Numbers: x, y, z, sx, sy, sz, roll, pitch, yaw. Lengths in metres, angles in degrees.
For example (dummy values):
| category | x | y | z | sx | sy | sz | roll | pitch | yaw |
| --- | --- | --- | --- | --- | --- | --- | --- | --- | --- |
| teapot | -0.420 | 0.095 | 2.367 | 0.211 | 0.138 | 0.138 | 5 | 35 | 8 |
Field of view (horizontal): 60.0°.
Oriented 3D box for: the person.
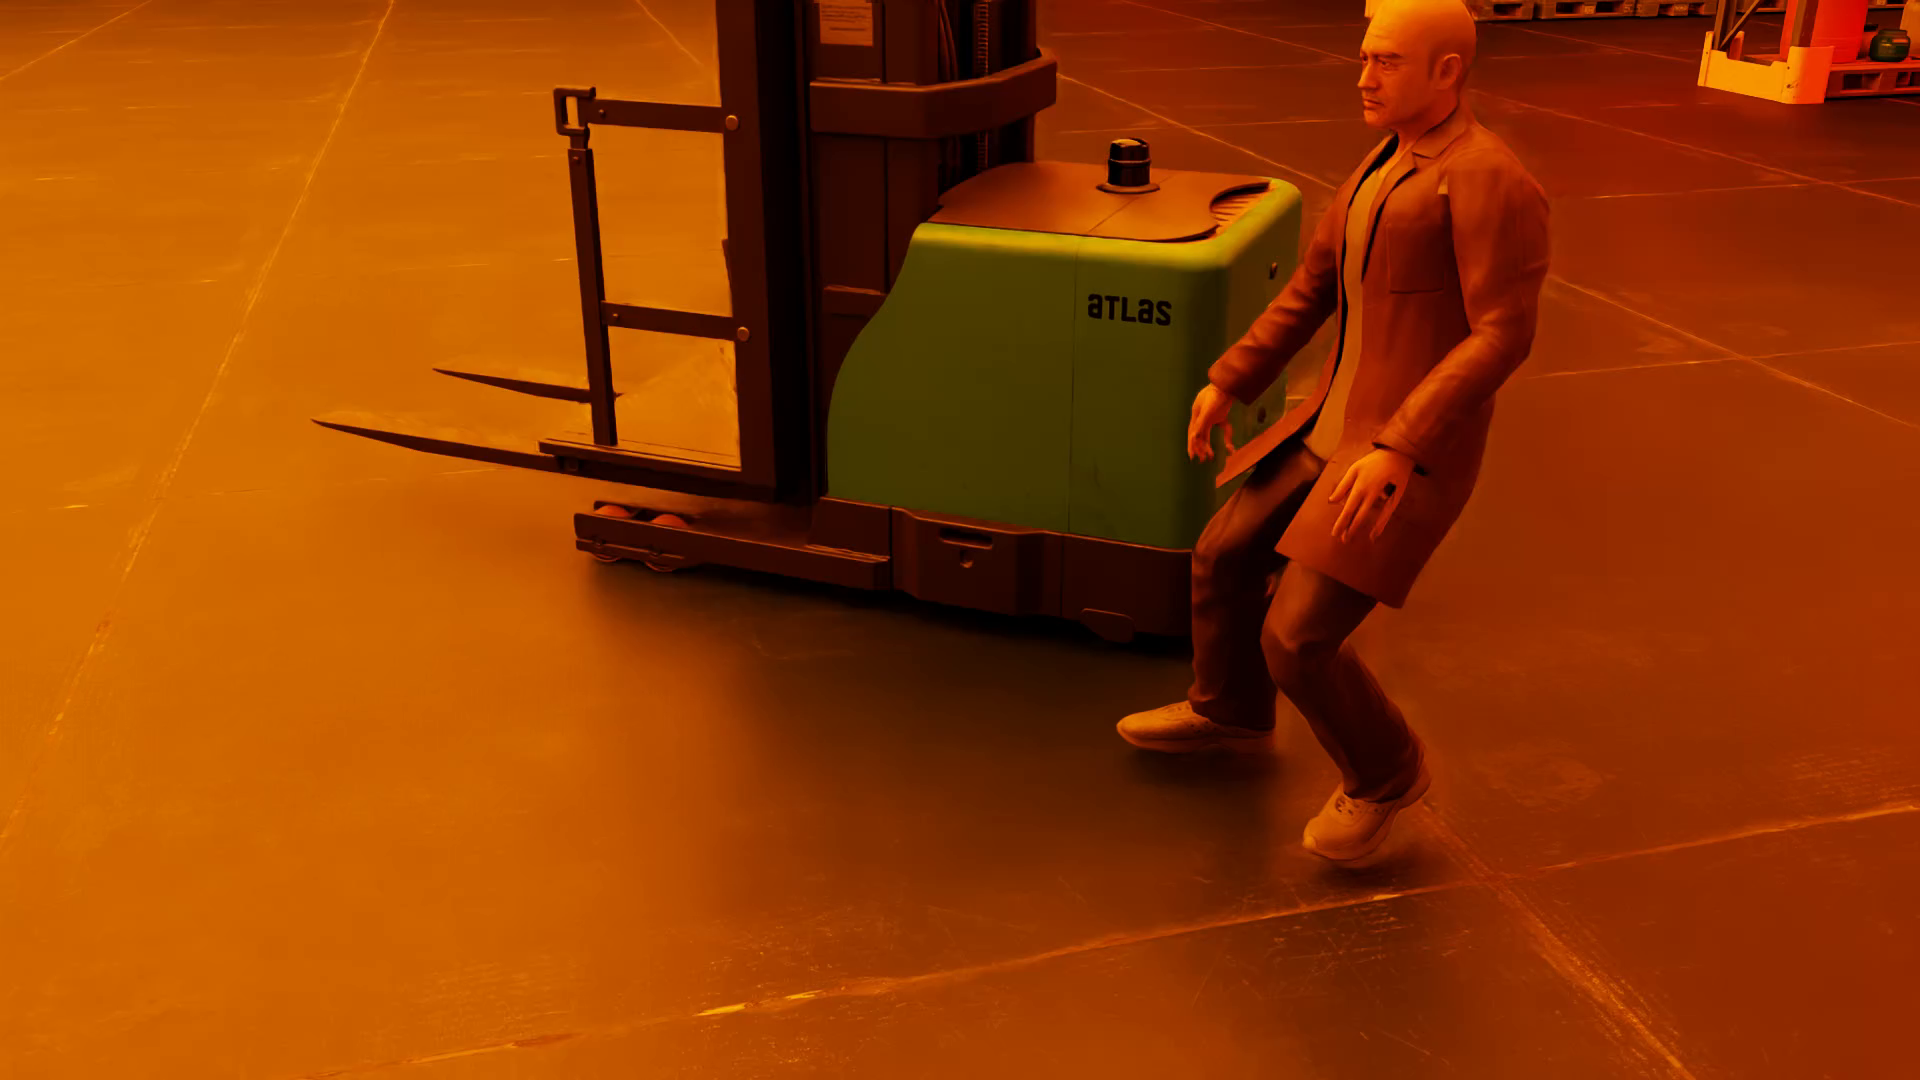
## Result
| category | x | y | z | sx | sy | sz | roll | pitch | yaw |
| --- | --- | --- | --- | --- | --- | --- | --- | --- | --- |
| person | 0.709 | -0.205 | 3.299 | 0.596 | 1.690 | 0.806 | -4 | 23 | -10 |

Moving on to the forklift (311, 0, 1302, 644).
| category | x | y | z | sx | sy | sz | roll | pitch | yaw |
| --- | --- | --- | --- | --- | --- | --- | --- | --- | --- |
| forklift | -0.586 | -1.434 | 4.679 | 3.031 | 2.935 | 1.130 | 9 | 25 | 20 |
